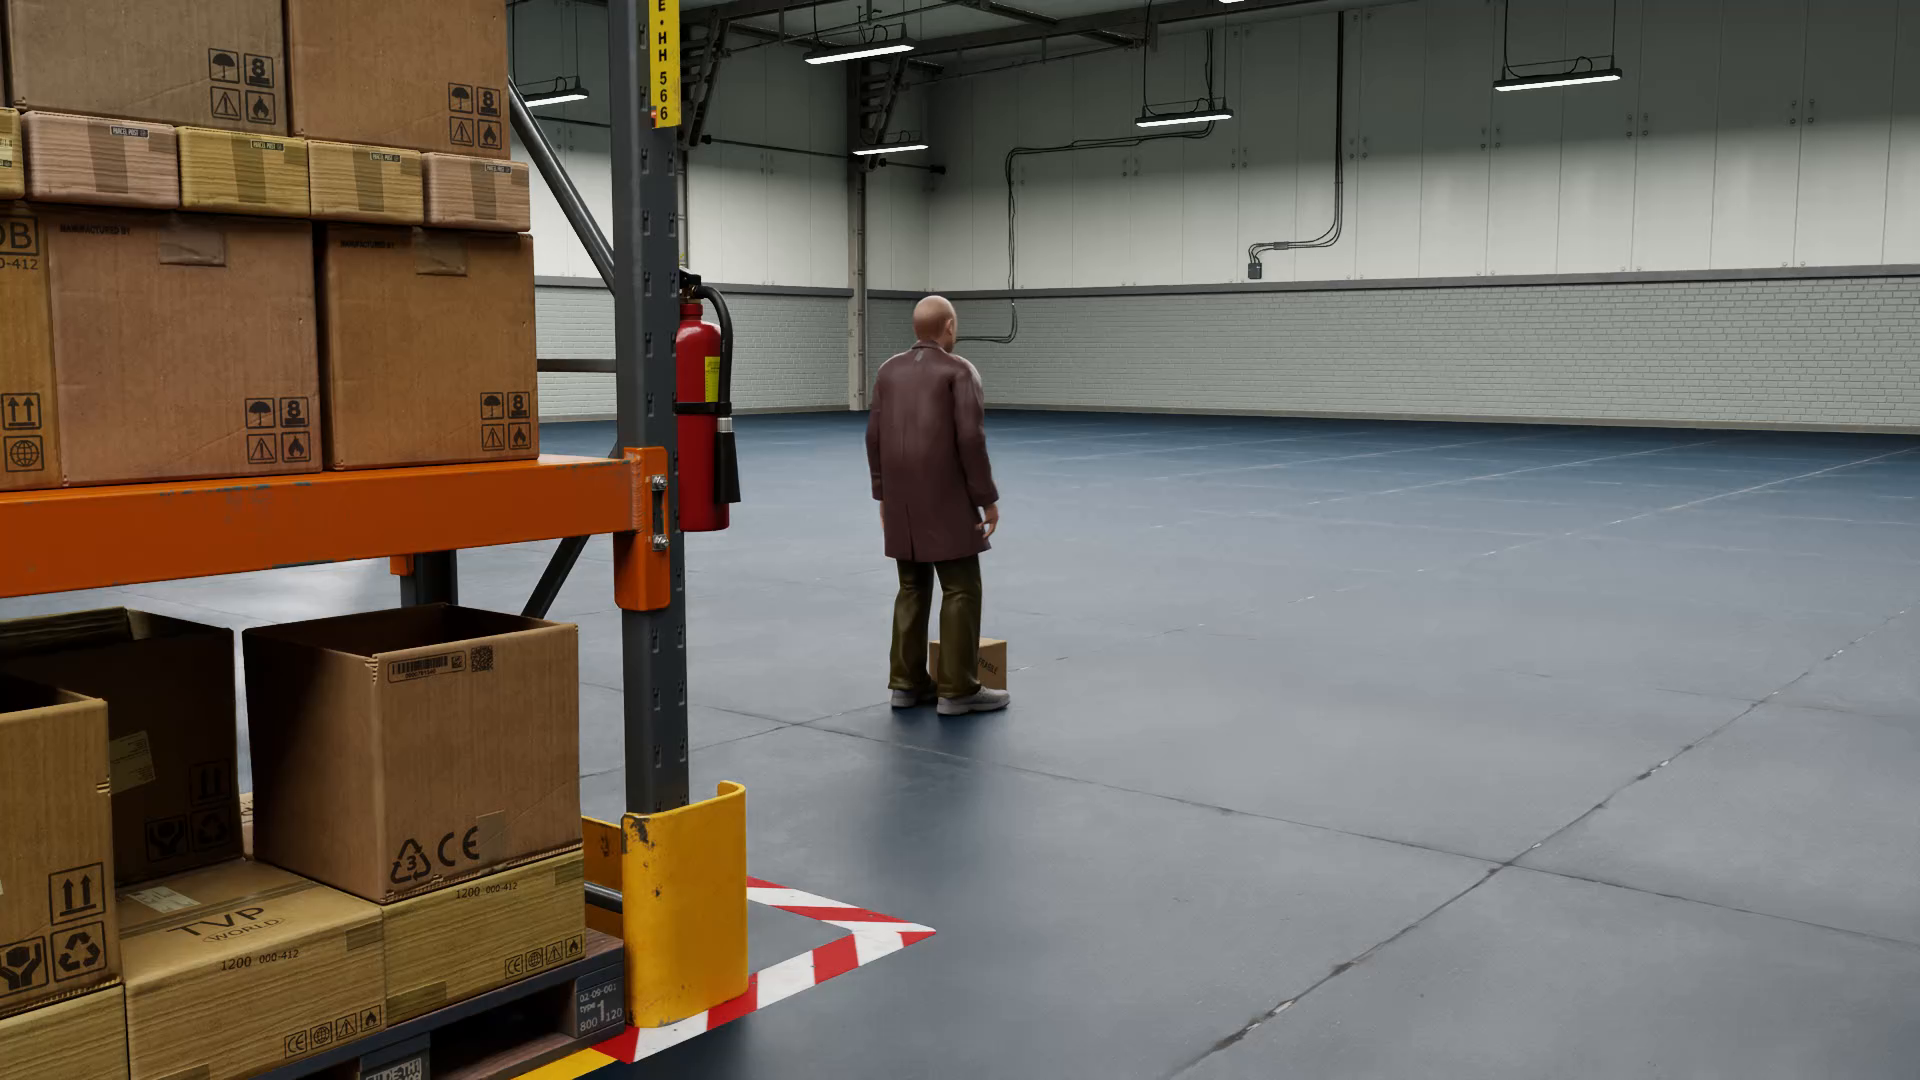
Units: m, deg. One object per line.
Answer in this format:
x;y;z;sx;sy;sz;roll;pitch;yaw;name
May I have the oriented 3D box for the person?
-0.121;-0.158;7.170;0.656;1.774;0.416;5;8;37;person
